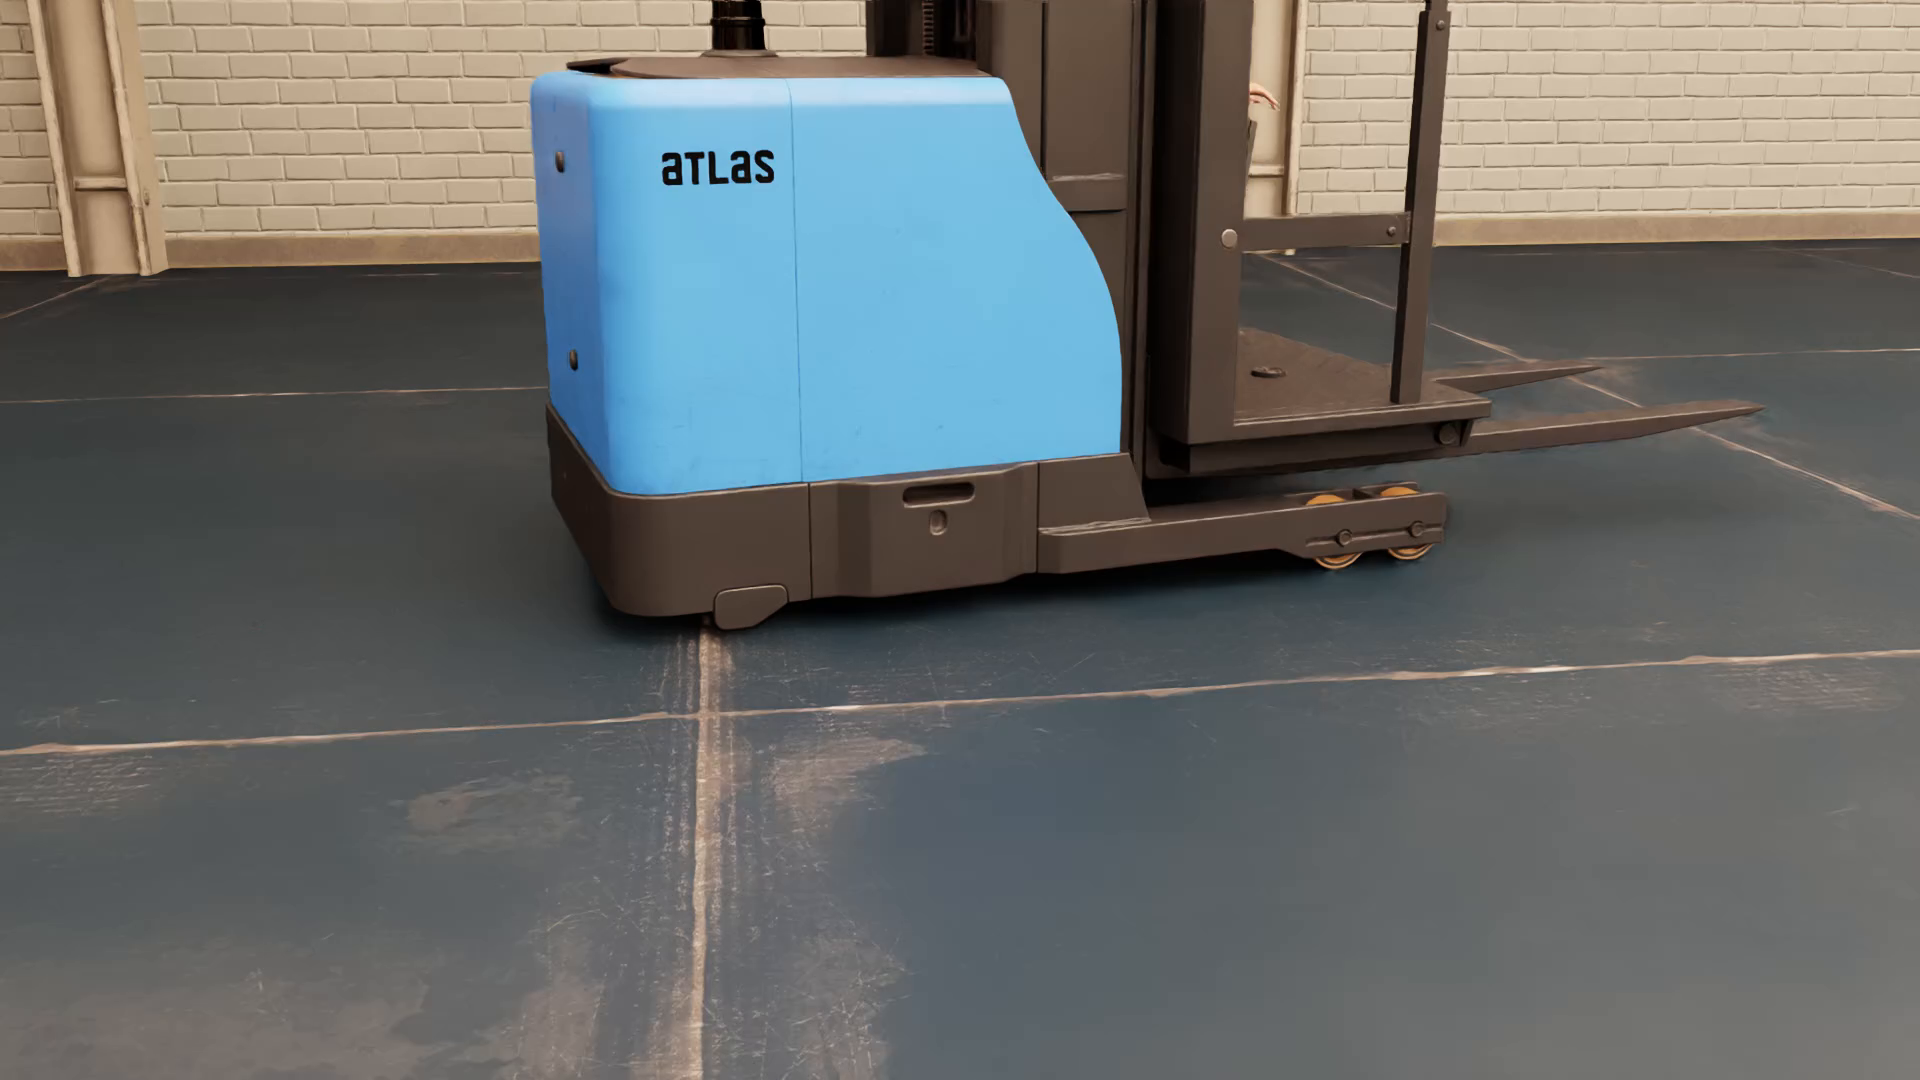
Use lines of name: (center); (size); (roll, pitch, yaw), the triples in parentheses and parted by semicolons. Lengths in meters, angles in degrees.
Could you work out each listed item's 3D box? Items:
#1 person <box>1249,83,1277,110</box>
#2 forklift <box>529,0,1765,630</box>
person: (0.532, -1.385, 5.943); (1.166, 1.513, 0.854); (3, 17, 10)
forklift: (0.577, -1.473, 3.774); (3.031, 2.935, 1.130); (-6, 18, -20)
